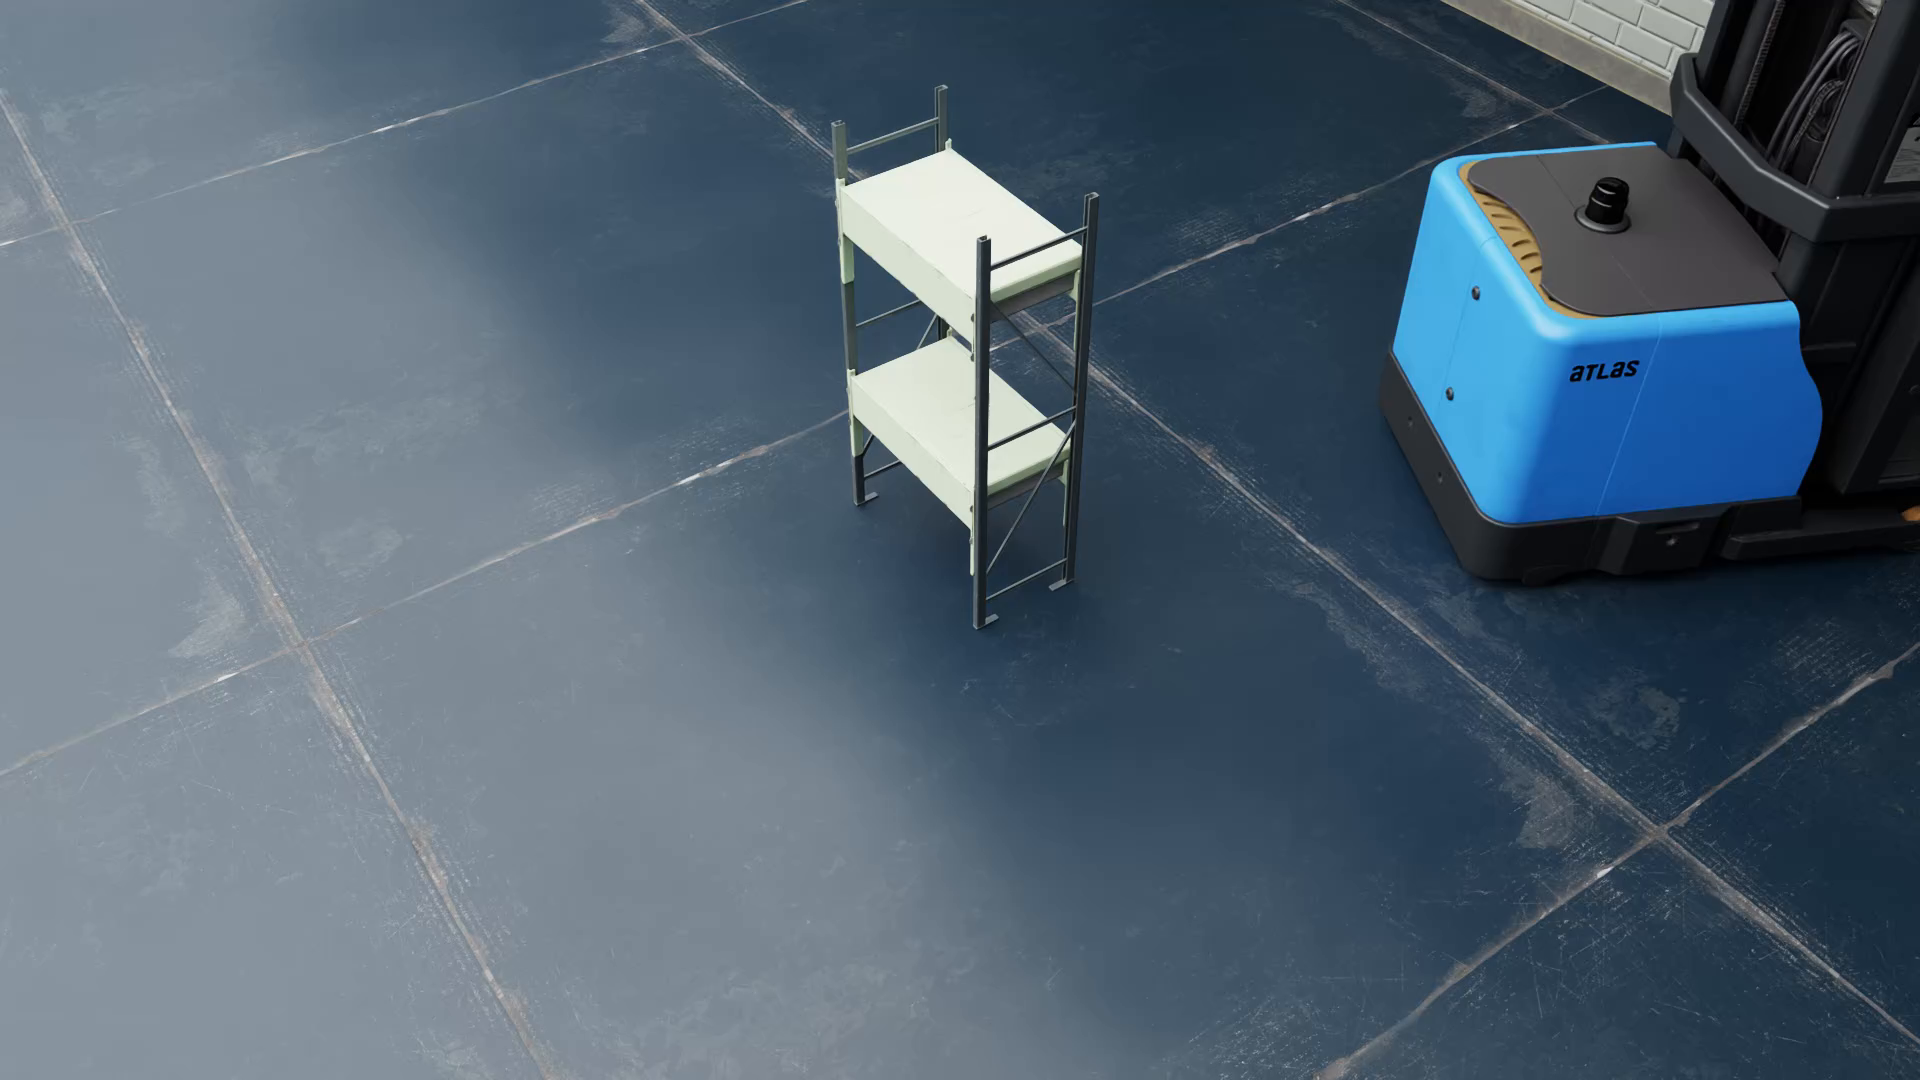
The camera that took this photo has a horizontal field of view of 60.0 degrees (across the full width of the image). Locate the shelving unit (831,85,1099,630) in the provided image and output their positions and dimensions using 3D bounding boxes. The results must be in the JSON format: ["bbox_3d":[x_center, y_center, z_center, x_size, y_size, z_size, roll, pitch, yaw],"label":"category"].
[{"bbox_3d":[0.004,-0.539,5.228,0.431,1.500,0.755,-26,49,-24],"label":"shelving unit"}]

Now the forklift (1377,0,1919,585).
[{"bbox_3d":[3.114,-1.376,5.068,3.031,2.935,1.130,-6,44,-6],"label":"forklift"}]

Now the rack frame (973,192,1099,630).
[{"bbox_3d":[0.213,-0.331,5.011,0.400,1.500,0.023,-26,49,-24],"label":"rack frame"}]

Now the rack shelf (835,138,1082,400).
[{"bbox_3d":[0.004,-0.821,4.959,0.431,0.370,0.720,-26,49,-24],"label":"rack shelf"}]

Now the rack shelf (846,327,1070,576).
[{"bbox_3d":[0.004,-0.303,5.453,0.431,0.370,0.720,-26,49,-24],"label":"rack shelf"}]

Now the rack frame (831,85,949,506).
[{"bbox_3d":[-0.206,-0.746,5.445,0.400,1.500,0.023,-26,49,-24],"label":"rack frame"}]
